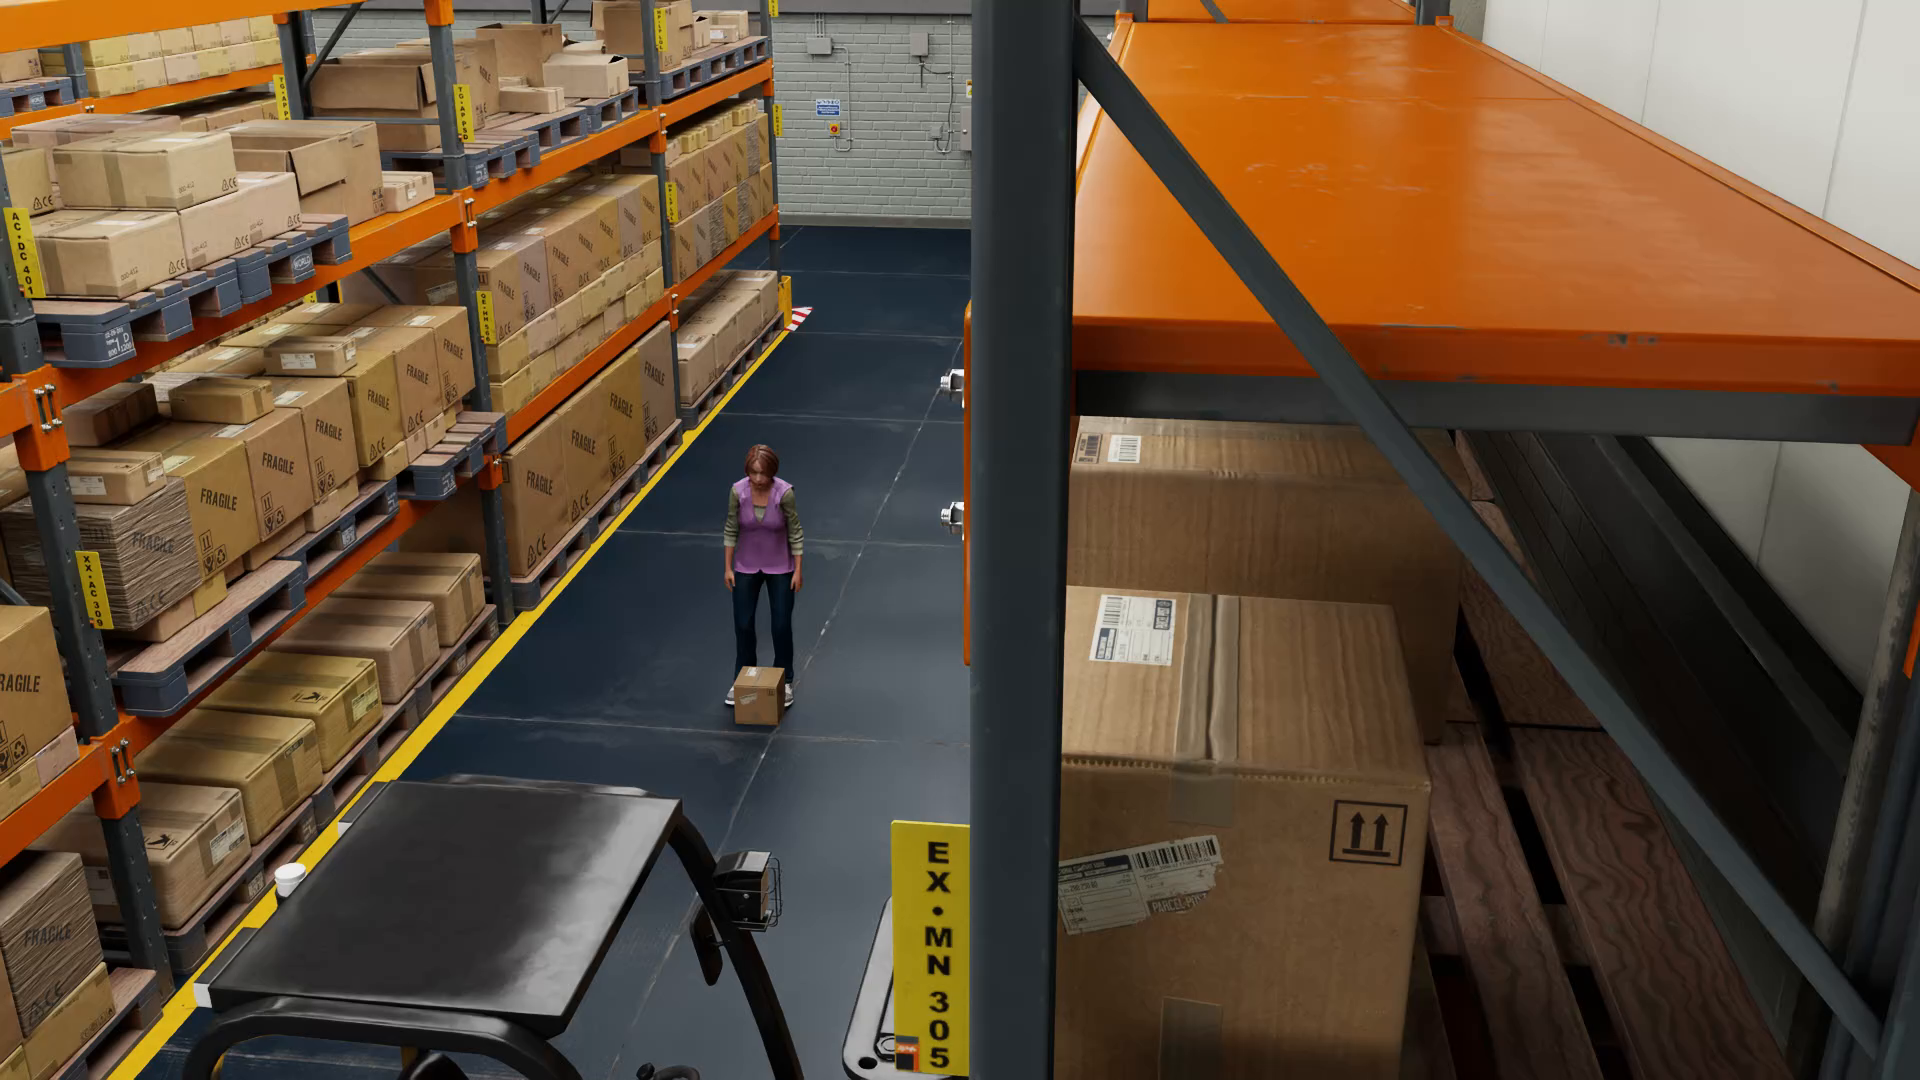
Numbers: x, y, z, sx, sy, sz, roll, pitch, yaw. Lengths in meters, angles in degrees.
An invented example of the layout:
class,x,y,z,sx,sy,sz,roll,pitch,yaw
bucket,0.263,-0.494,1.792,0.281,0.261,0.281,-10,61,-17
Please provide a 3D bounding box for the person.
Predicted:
class,x,y,z,sx,sy,sz,roll,pitch,yaw
person,-1.138,0.192,9.613,0.480,1.591,0.347,1,22,3
